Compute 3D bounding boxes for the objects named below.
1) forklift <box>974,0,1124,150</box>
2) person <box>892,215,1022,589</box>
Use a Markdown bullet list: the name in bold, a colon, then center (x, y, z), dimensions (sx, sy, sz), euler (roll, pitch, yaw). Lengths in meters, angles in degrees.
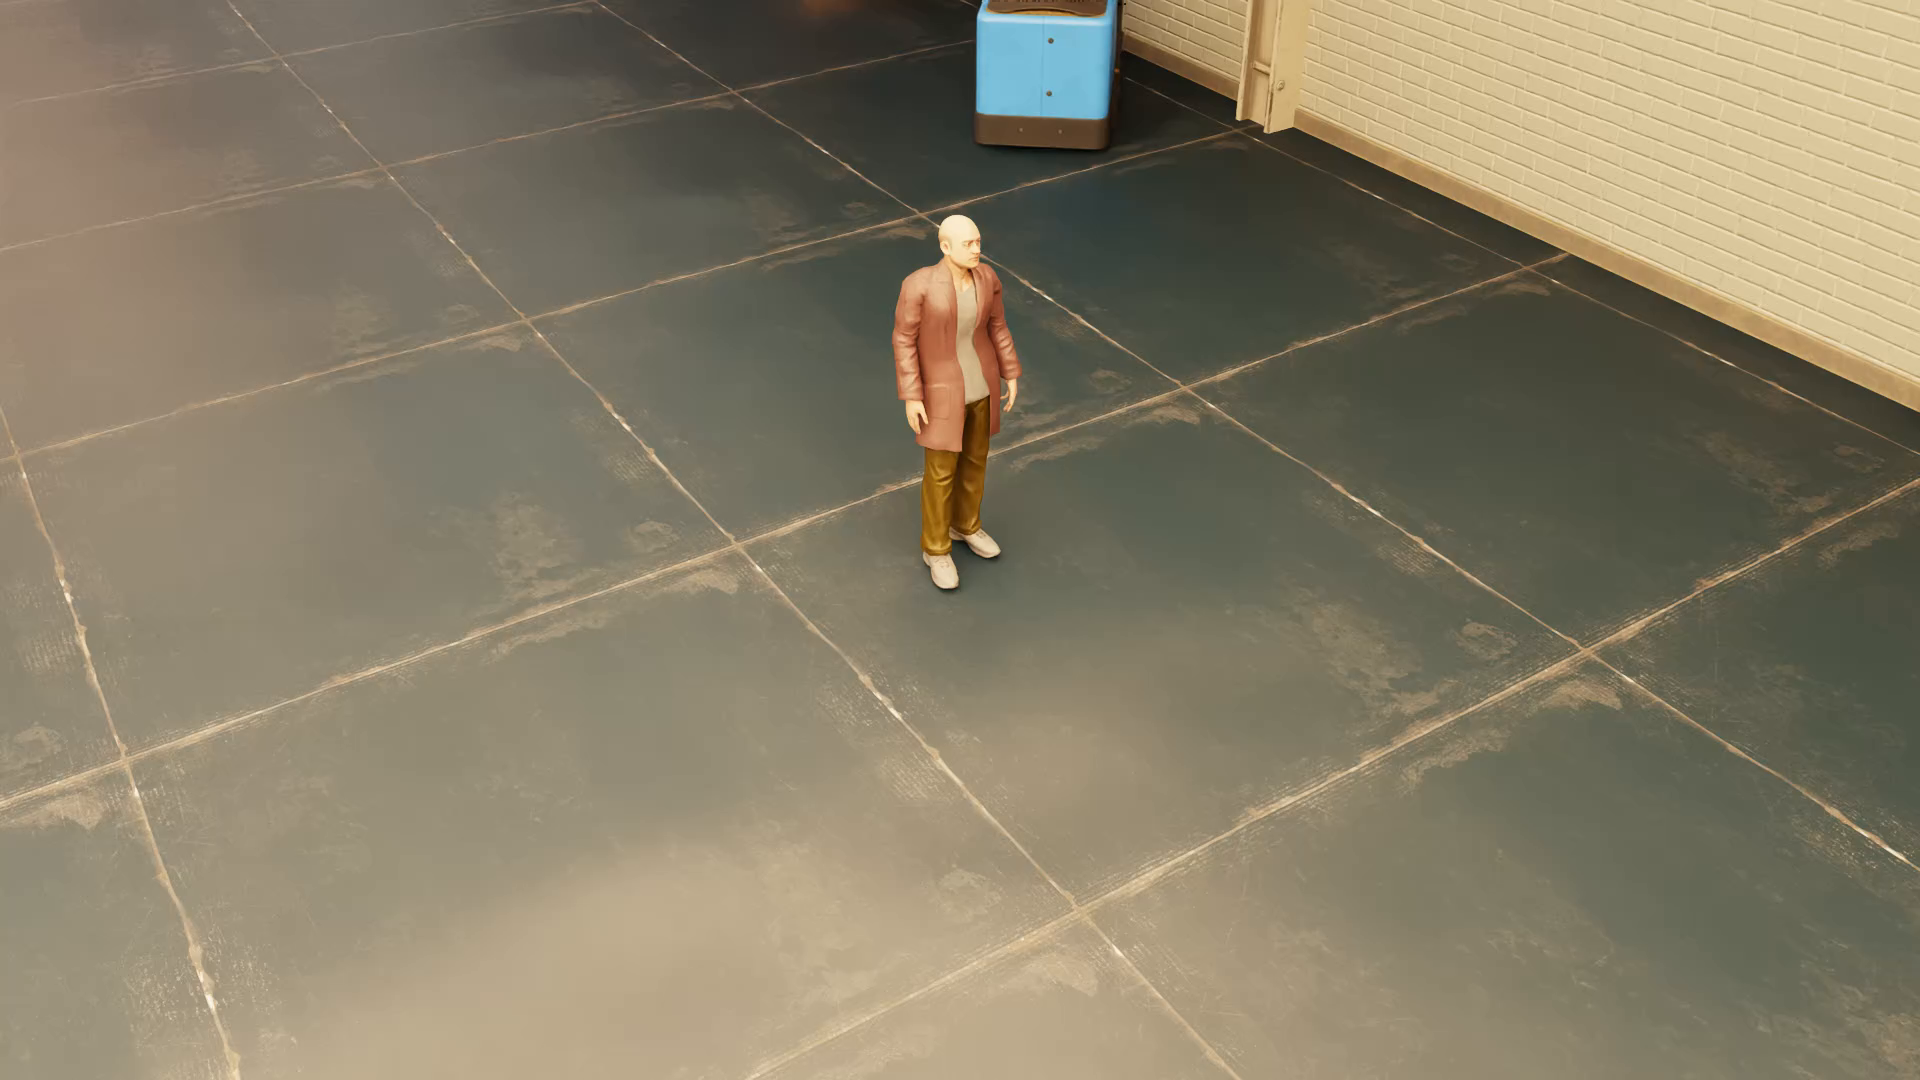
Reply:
- **forklift**: center (0.813, -5.054, 13.340), dimensions (1.130, 2.935, 3.031), euler (4, 35, 6)
- **person**: center (0.045, -0.688, 8.117), dimensions (0.696, 1.776, 0.582), euler (-21, 40, -27)
